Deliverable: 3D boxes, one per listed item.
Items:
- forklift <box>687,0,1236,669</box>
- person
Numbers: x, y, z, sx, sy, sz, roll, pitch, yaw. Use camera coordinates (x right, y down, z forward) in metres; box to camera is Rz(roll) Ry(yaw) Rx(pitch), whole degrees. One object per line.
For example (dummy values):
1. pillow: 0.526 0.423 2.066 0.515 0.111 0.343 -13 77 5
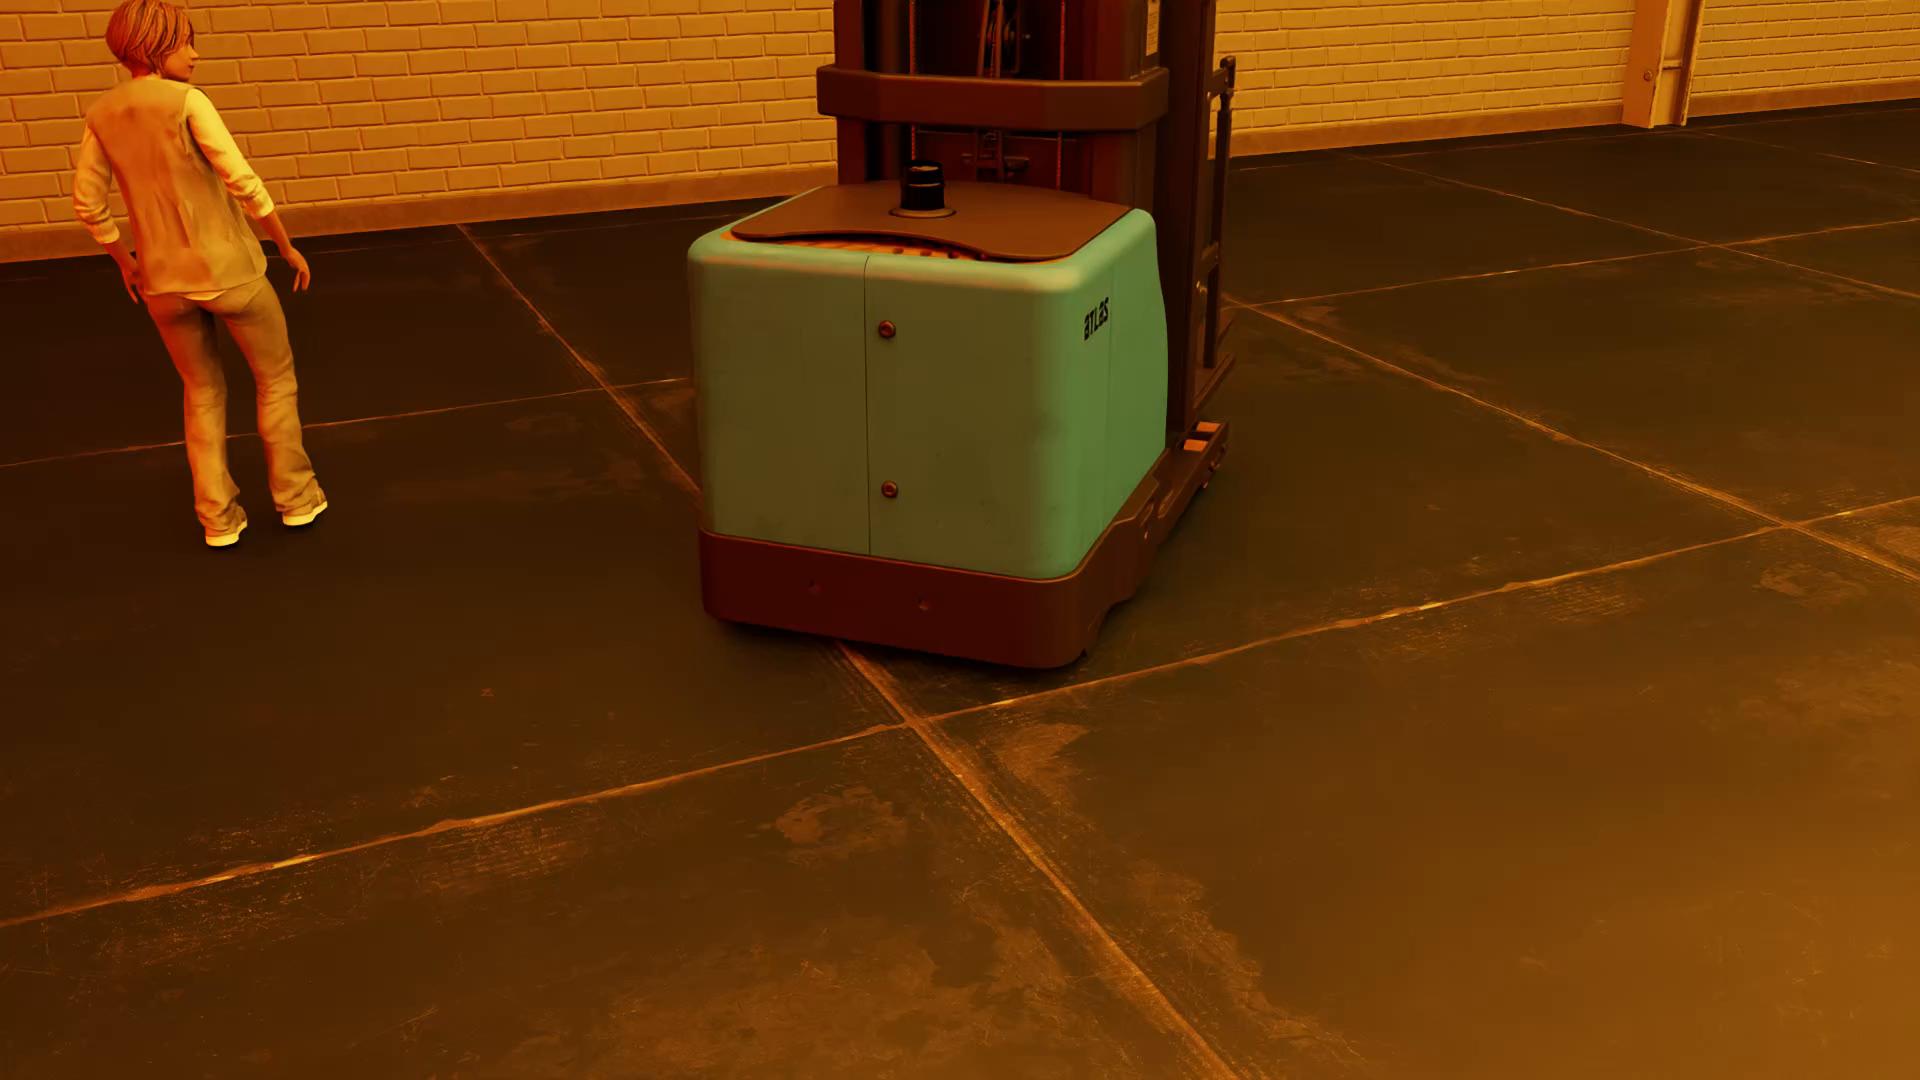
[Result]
1. forklift: 0.282 -1.568 5.059 1.130 2.935 3.031 8 24 18
2. person: -2.222 -0.771 4.910 0.623 1.581 0.453 1 23 1
